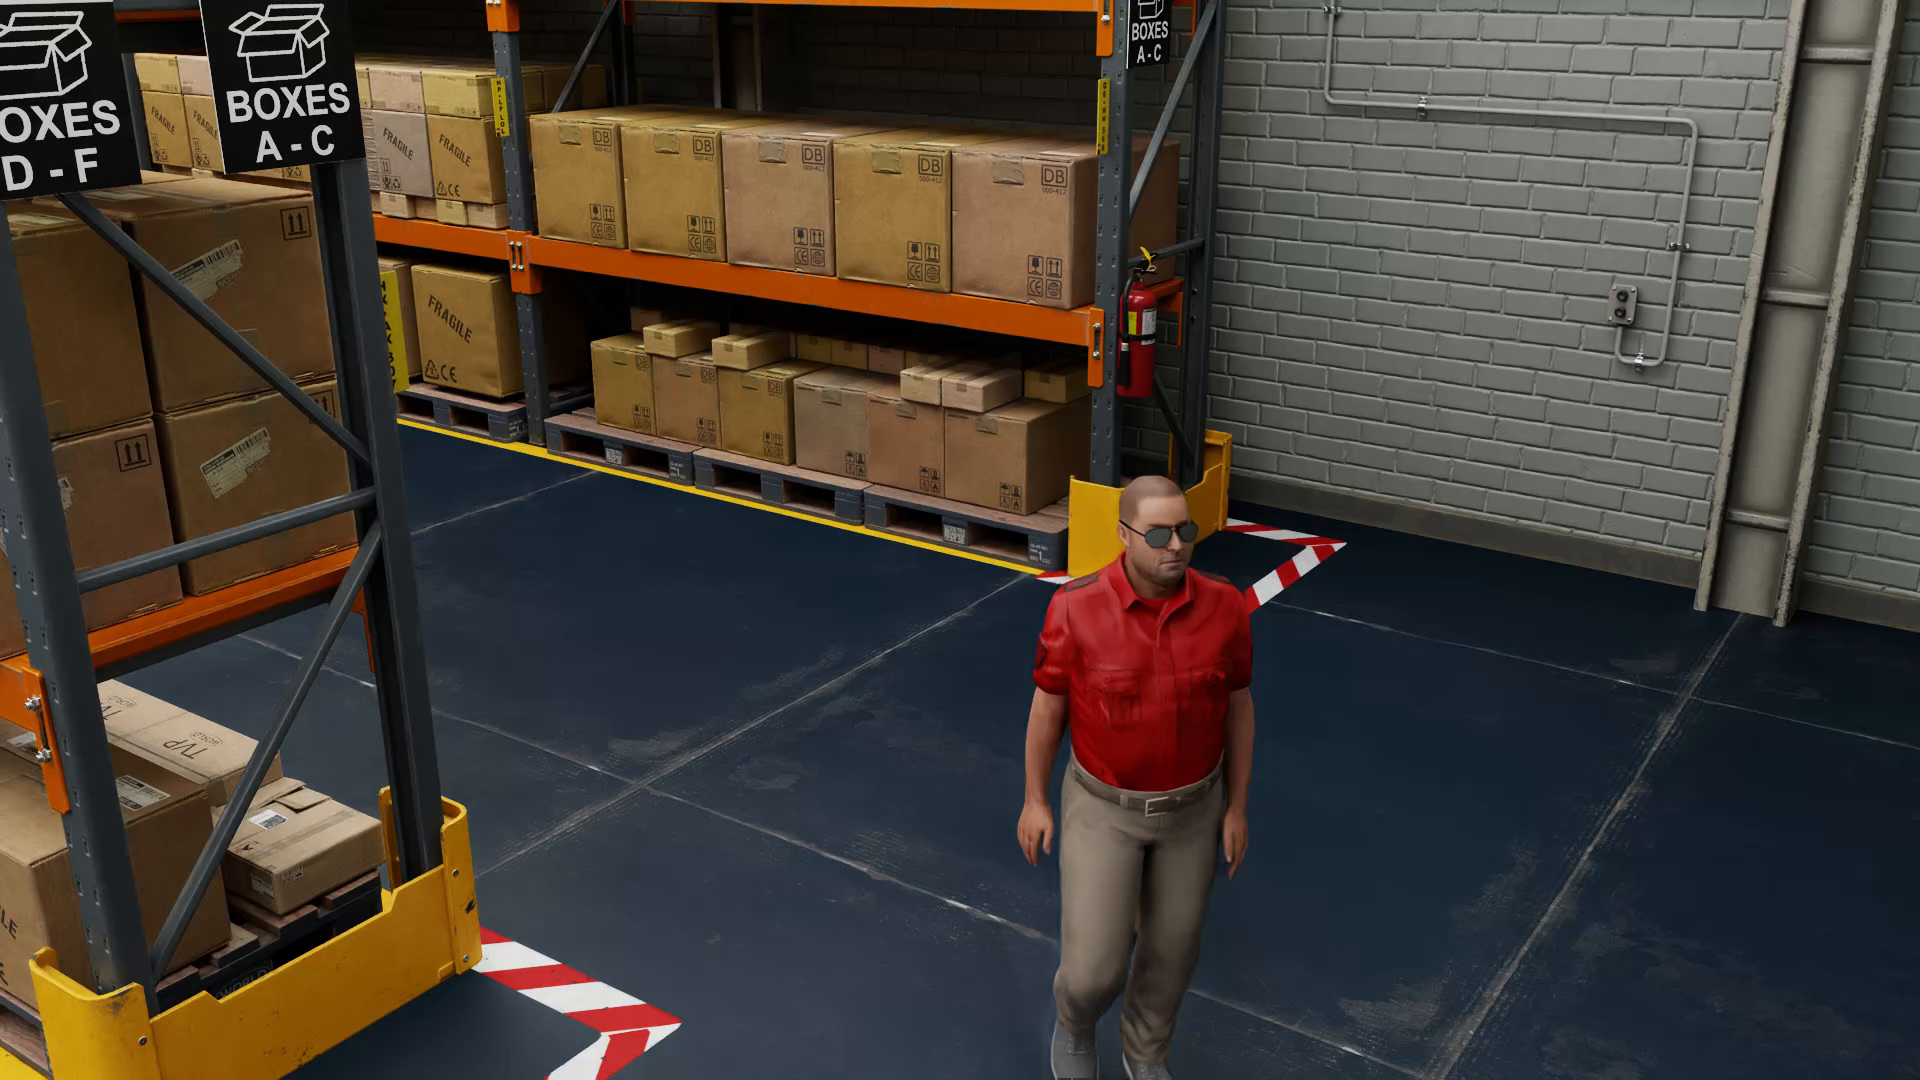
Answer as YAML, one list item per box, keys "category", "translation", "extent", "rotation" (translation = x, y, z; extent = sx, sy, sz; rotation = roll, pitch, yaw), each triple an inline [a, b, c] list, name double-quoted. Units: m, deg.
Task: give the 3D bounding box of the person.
- category: "person"
  translation: [0.448, 0.686, 4.130]
  extent: [0.574, 1.743, 0.471]
  rotation: [-4, 20, -11]
